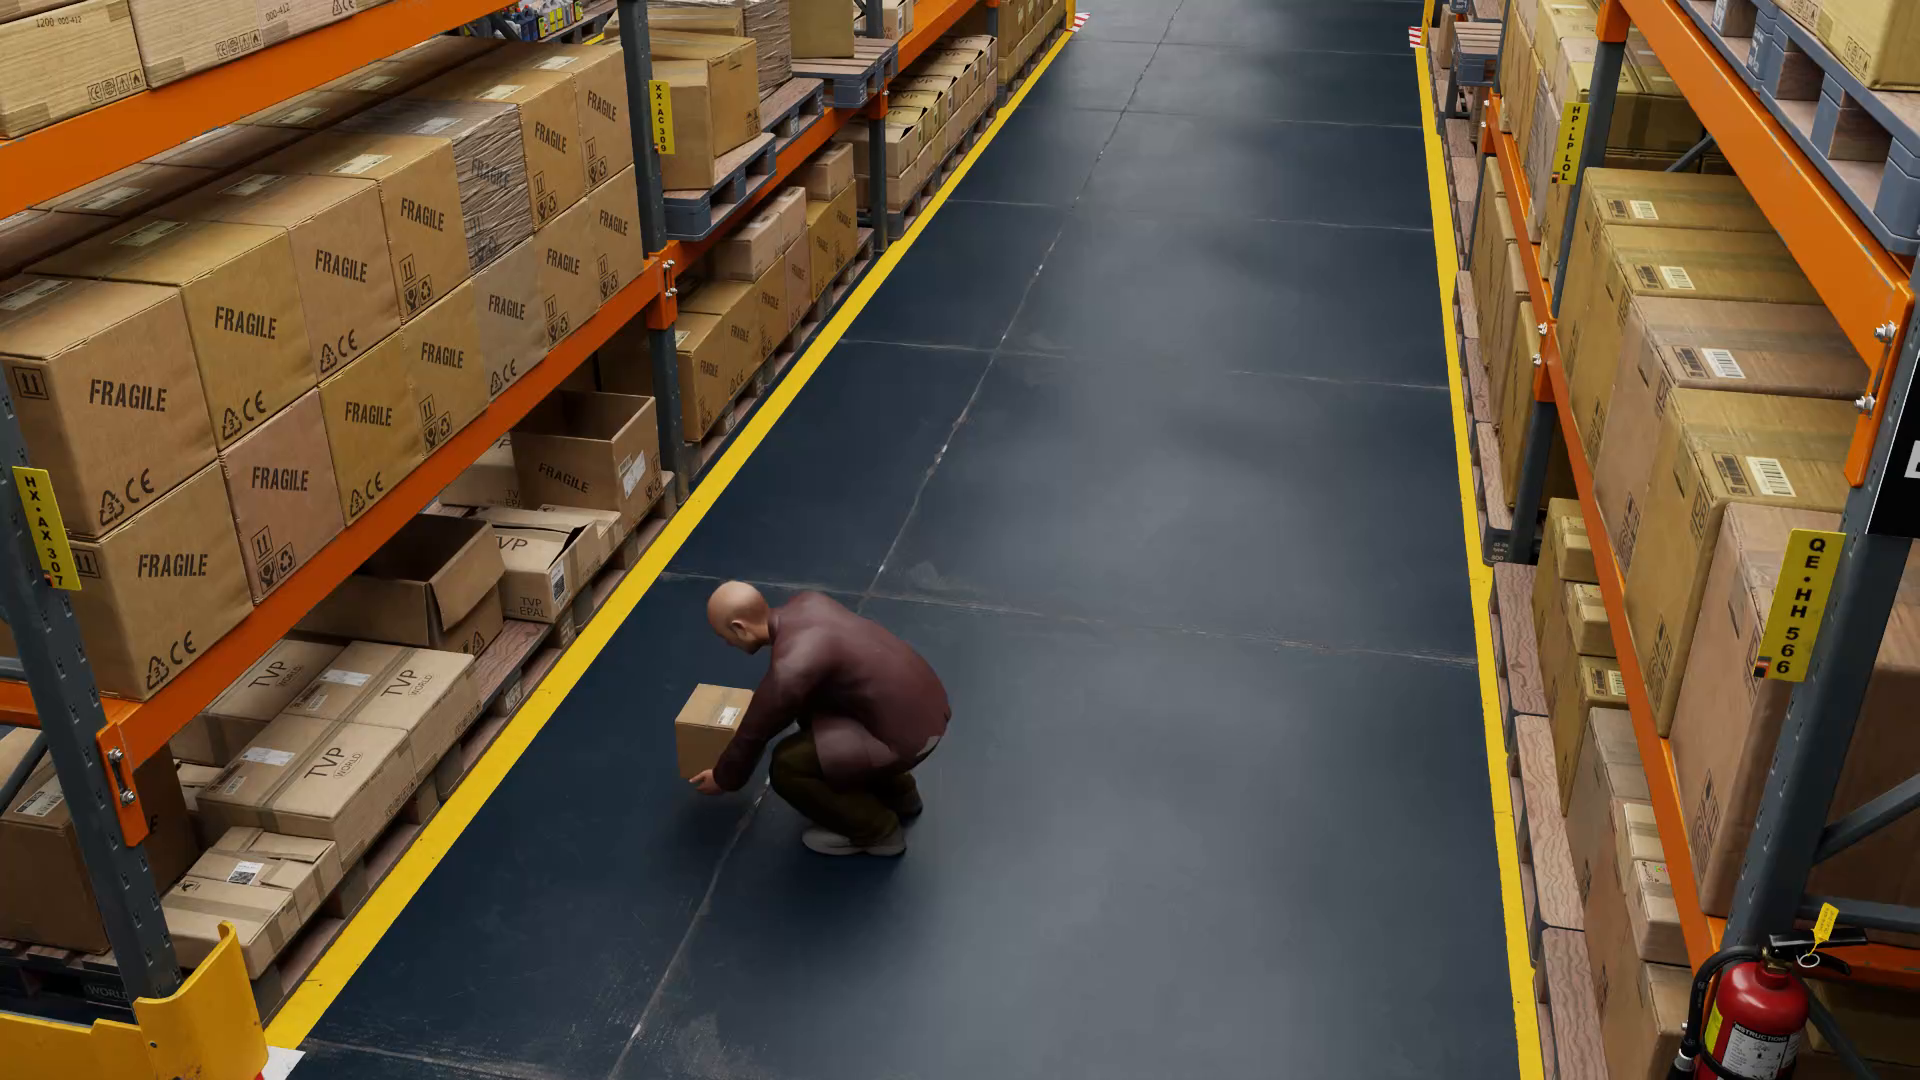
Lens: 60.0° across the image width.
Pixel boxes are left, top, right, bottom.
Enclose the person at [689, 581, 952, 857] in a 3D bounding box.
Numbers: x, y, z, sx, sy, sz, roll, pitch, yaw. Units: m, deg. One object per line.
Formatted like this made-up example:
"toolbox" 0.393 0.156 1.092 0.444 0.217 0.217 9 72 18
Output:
"person" -0.490 0.596 5.847 0.918 1.010 0.611 6 29 11
